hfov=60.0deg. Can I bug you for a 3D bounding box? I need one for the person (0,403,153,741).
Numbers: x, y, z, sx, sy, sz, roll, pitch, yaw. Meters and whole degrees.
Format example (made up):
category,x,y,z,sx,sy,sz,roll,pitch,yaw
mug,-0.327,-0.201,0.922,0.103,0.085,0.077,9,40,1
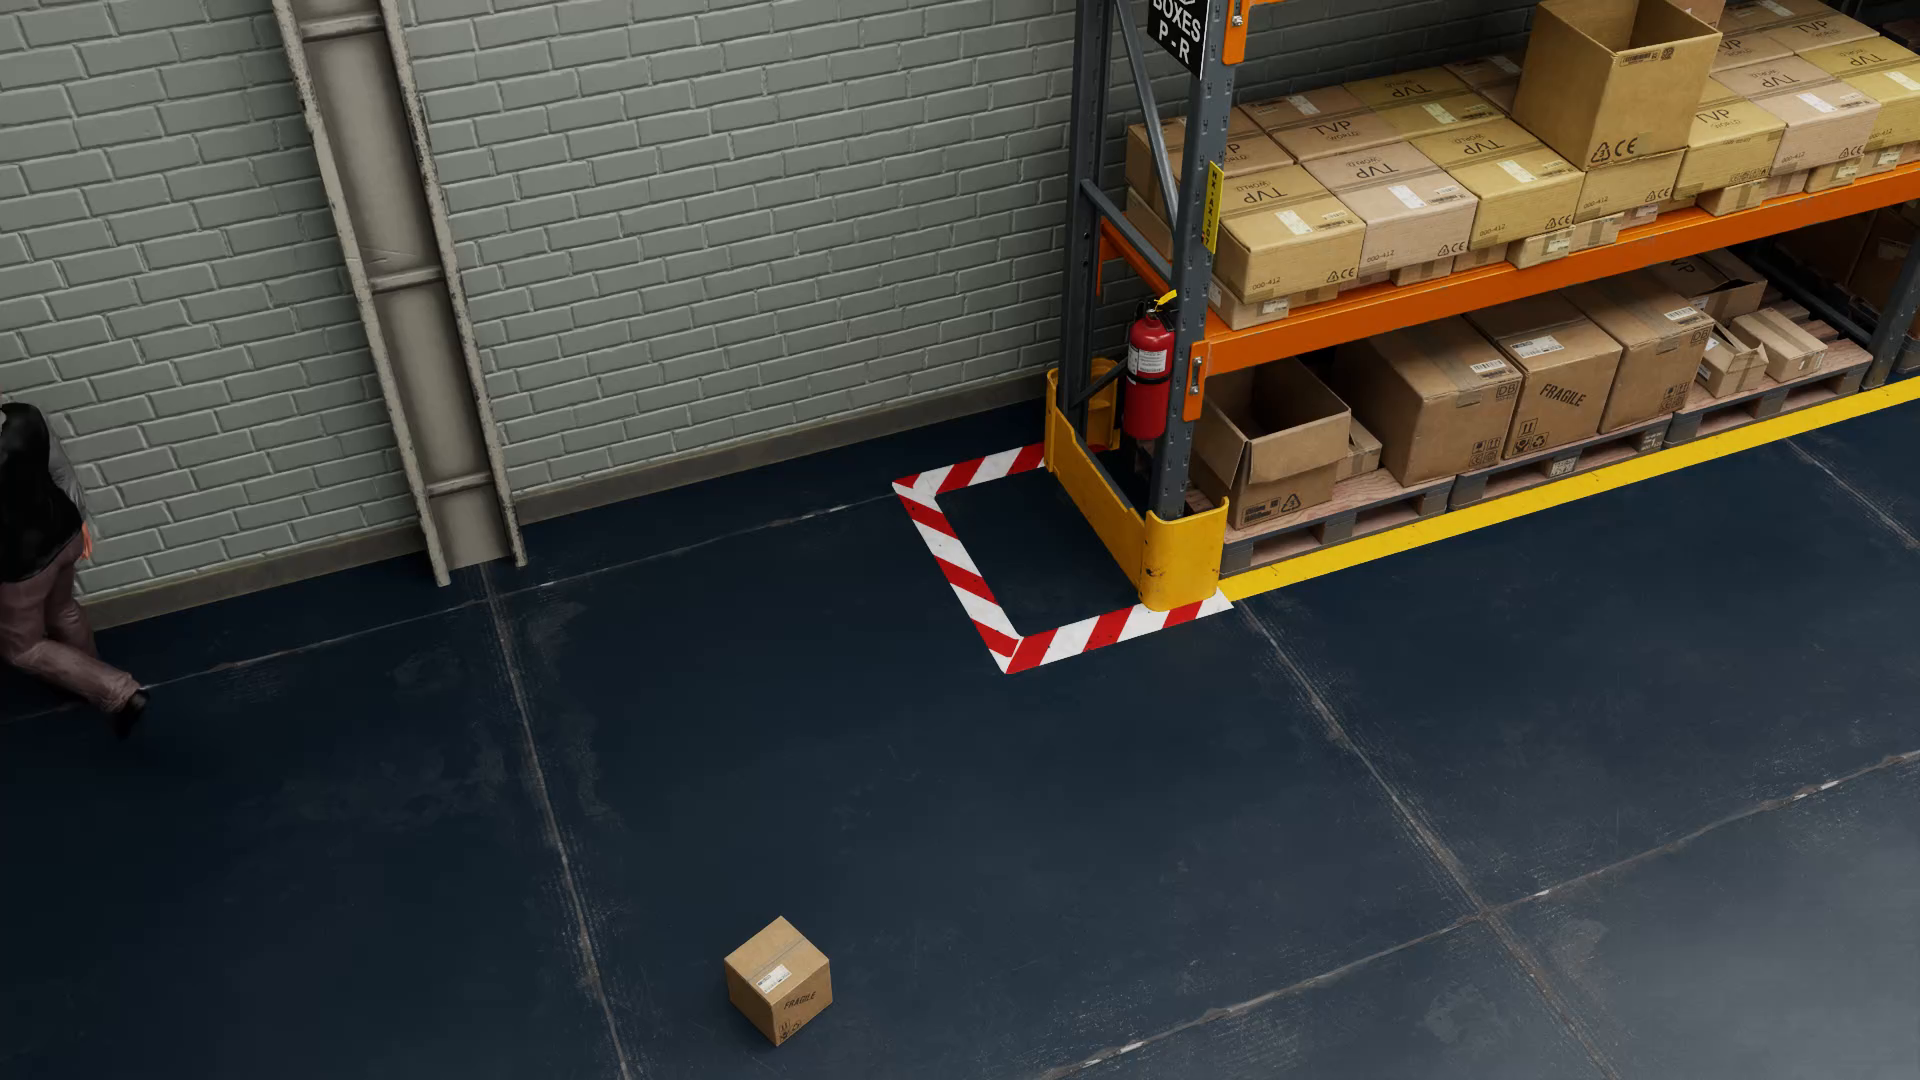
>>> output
category,x,y,z,sx,sy,sz,roll,pitch,yaw
person,-3.399,0.057,6.097,0.722,1.703,0.537,11,43,12
